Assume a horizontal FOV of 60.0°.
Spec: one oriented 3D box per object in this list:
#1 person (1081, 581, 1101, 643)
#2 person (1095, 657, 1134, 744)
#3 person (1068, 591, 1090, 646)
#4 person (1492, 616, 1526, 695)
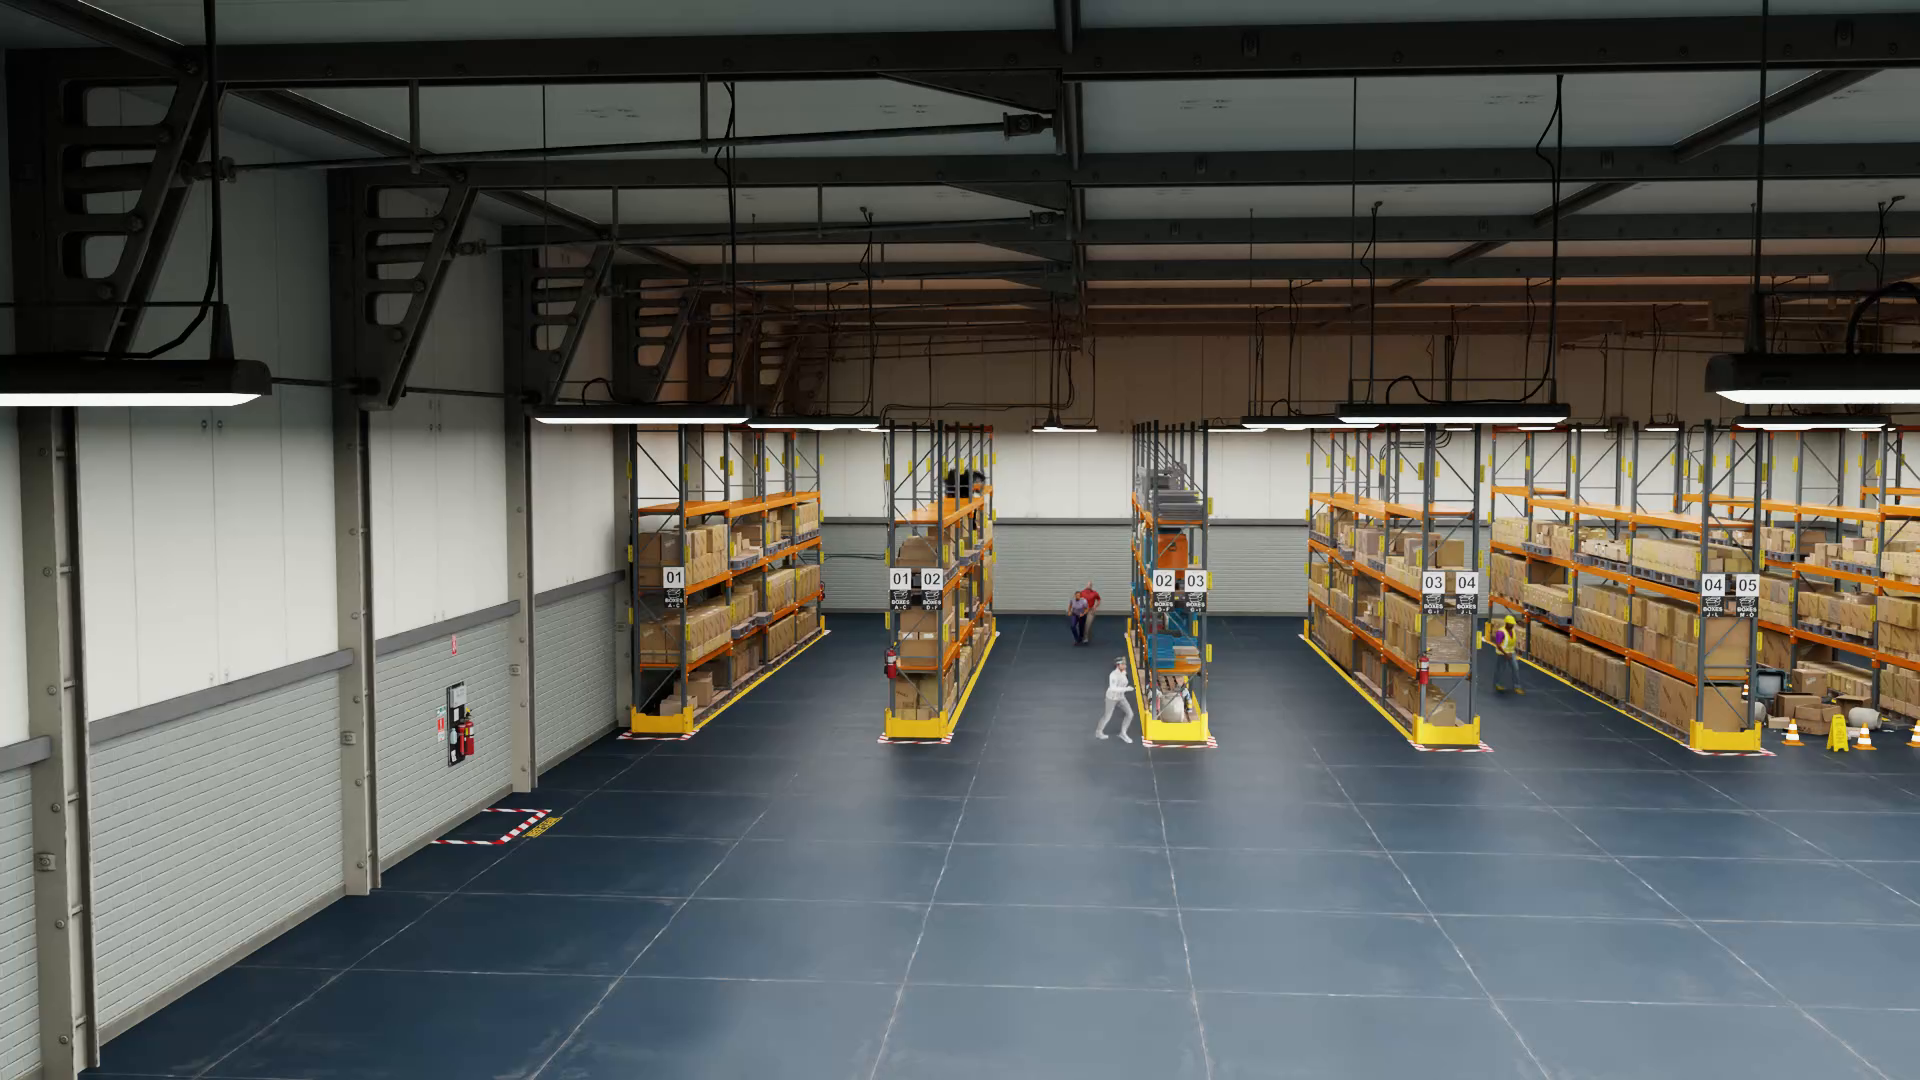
[{"bbox_3d":[3.561,1.982,46.003,0.677,1.672,0.613,1,4,12],"label":"person"},{"bbox_3d":[2.872,2.946,30.767,0.541,1.634,0.934,-3,5,-41],"label":"person"},{"bbox_3d":[3.273,2.095,45.394,0.620,1.508,0.986,1,4,16],"label":"person"},{"bbox_3d":[12.103,2.552,36.915,0.619,1.789,0.833,-1,4,-18],"label":"person"}]
